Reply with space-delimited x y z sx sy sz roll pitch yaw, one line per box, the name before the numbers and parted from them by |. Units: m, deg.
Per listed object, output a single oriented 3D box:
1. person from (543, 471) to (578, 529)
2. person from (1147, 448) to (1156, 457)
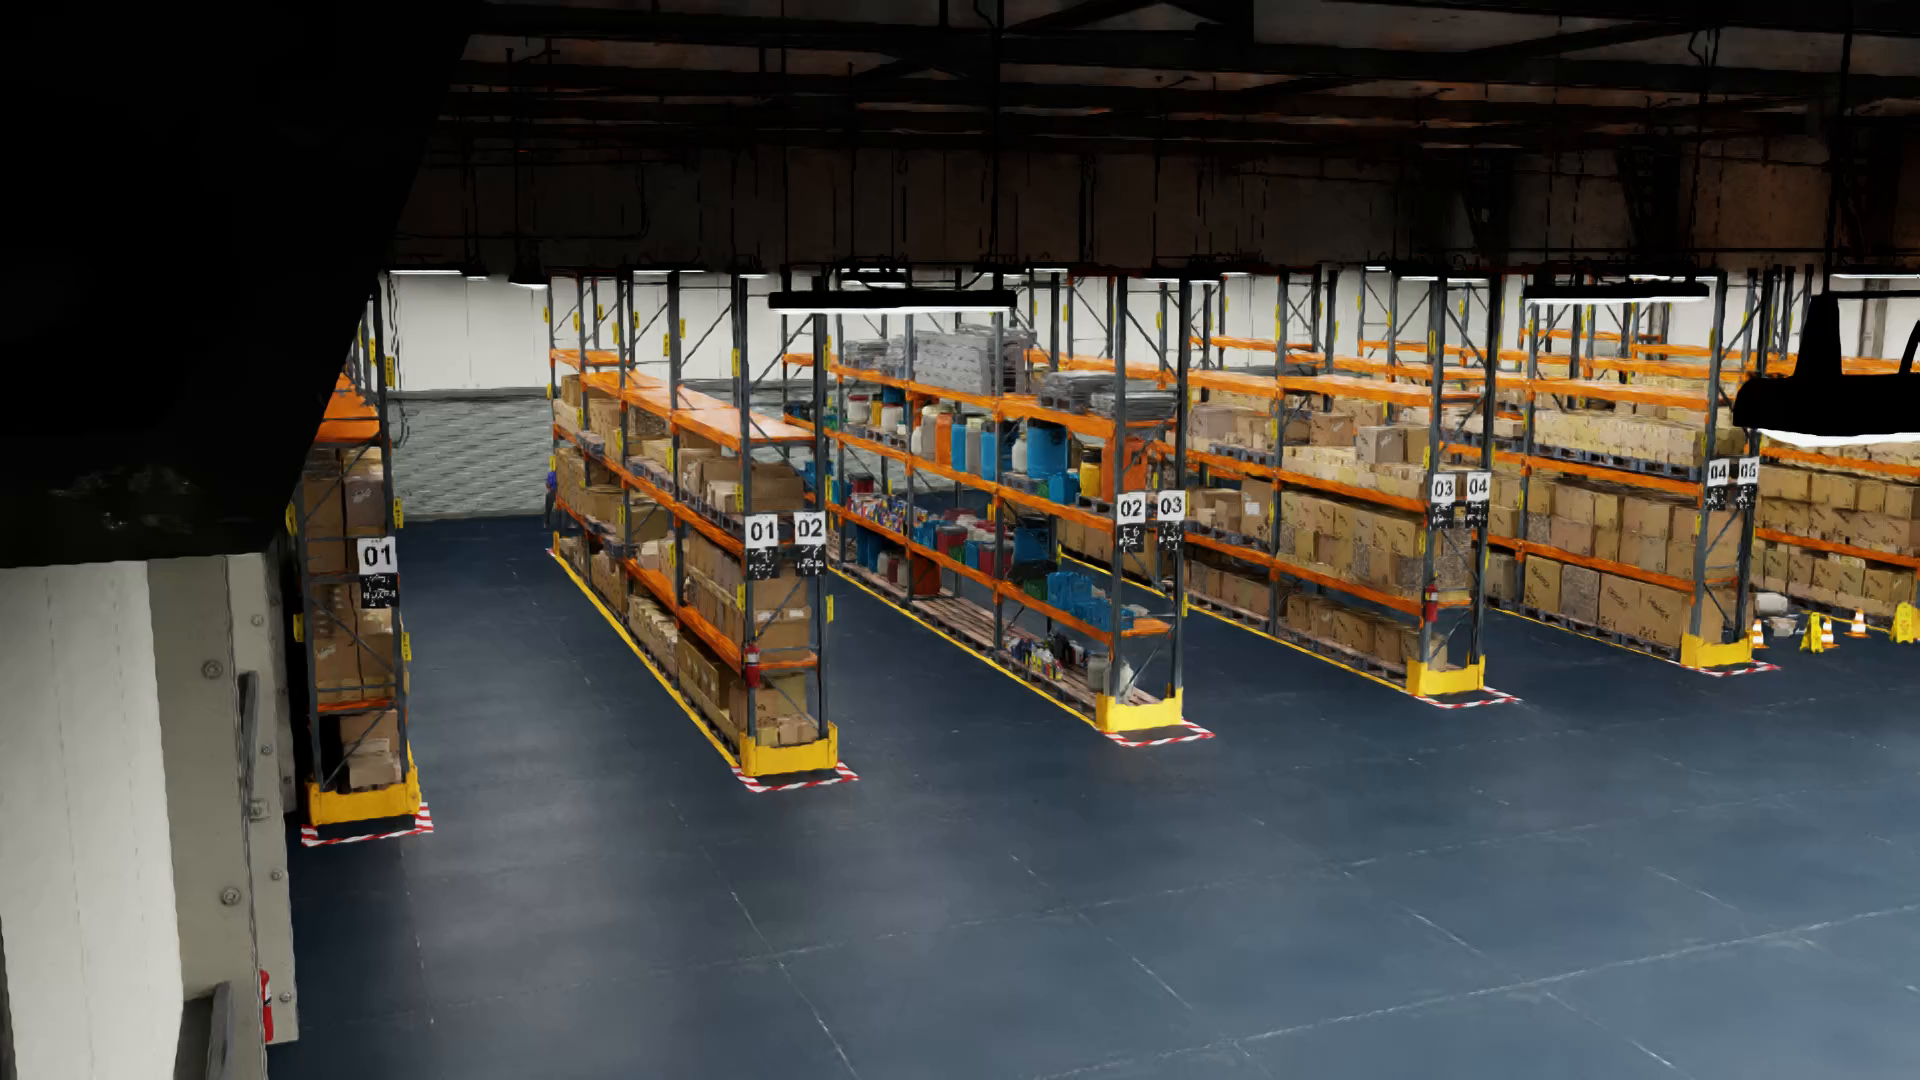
person | -9.202 -1.042 37.990 0.624 1.599 0.776 -9 13 -40
person | 4.629 -1.547 40.783 0.483 1.625 0.912 1 10 6
